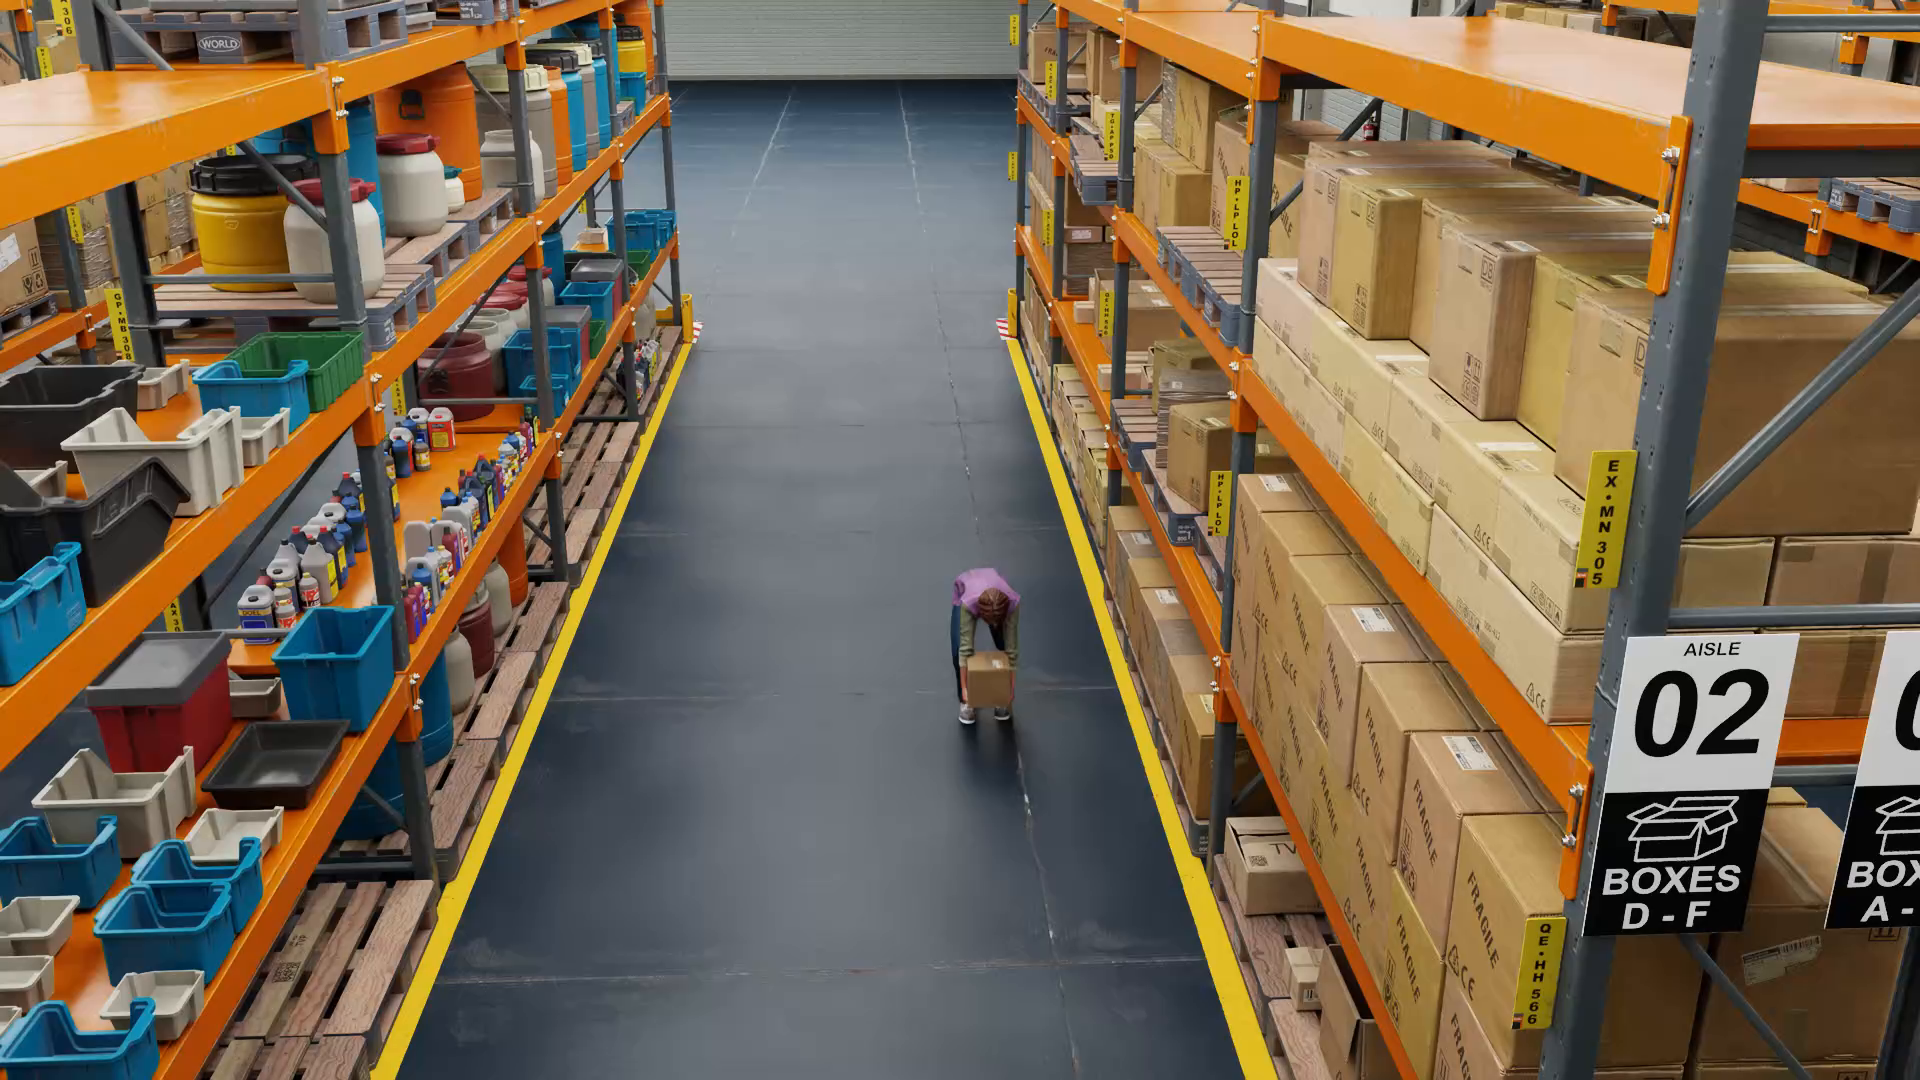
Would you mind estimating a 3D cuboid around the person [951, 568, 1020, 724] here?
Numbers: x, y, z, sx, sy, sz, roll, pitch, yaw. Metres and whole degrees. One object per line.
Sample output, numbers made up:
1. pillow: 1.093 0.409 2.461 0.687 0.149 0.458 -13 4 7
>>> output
1. person: 0.160 0.668 10.122 0.410 1.036 0.855 -2 21 -6
